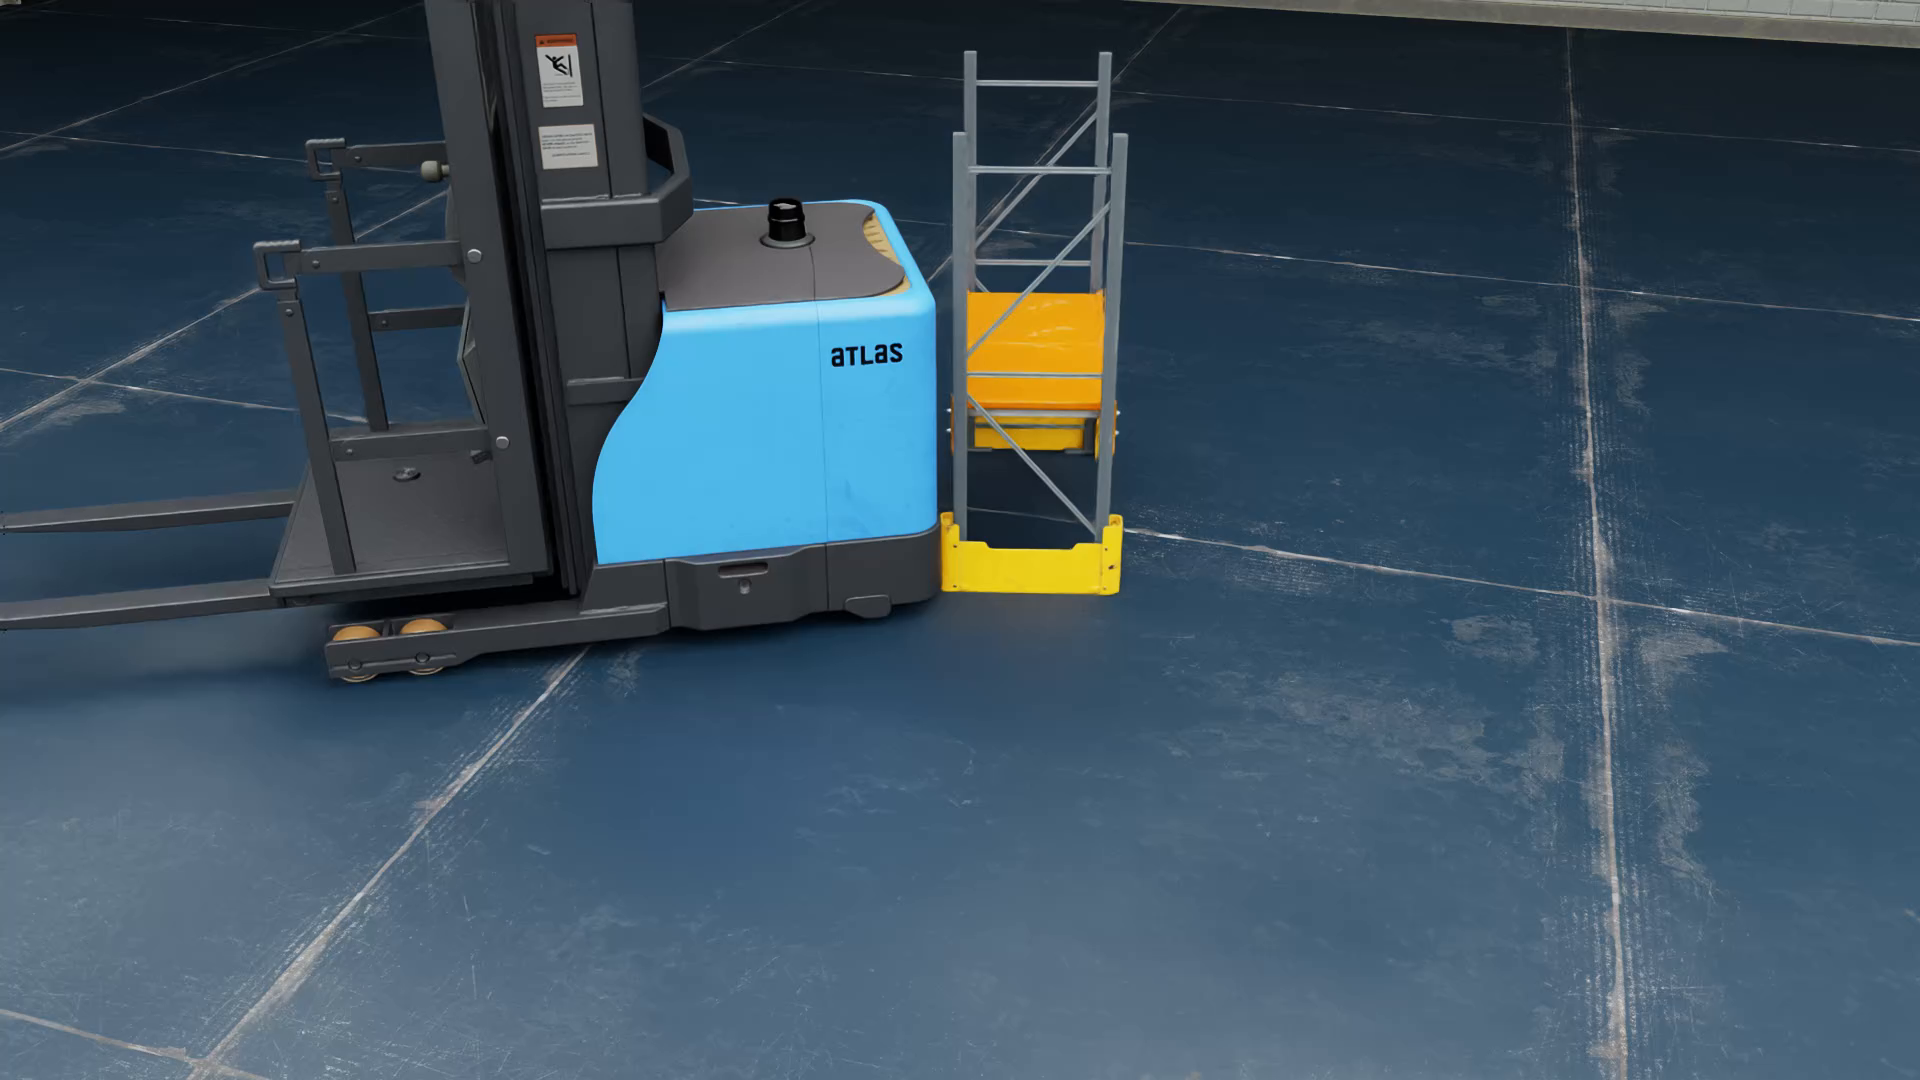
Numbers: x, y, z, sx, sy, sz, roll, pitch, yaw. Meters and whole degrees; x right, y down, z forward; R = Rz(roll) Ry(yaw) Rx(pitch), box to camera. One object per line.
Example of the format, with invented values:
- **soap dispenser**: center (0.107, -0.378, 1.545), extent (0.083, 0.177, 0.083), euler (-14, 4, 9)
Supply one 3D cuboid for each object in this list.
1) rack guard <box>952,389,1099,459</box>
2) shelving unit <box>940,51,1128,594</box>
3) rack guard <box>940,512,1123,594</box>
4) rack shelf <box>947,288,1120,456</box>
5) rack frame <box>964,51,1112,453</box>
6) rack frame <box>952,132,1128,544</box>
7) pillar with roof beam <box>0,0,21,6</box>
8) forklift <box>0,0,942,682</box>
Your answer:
- **rack guard**: center (0.263, -0.442, 6.287), extent (0.587, 0.250, 0.087), euler (1, 29, 2)
- **shelving unit**: center (0.246, -0.746, 5.548), extent (0.587, 1.500, 1.083), euler (1, 29, 2)
- **rack guard**: center (0.229, 0.042, 5.417), extent (0.587, 0.250, 0.087), euler (1, 29, 2)
- **rack shelf**: center (0.246, -0.593, 5.643), extent (0.538, 0.185, 1.000), euler (1, 29, 2)
- **rack frame**: center (0.264, -0.997, 6.000), extent (0.500, 1.500, 0.032), euler (1, 29, 2)
- **rack frame**: center (0.229, -0.503, 5.112), extent (0.500, 1.500, 0.032), euler (1, 29, 2)
- **pillar with roof beam**: center (-3.818, -7.673, 10.286), extent (9.100, 9.000, 0.400), euler (8, 30, 15)
- **forklift**: center (-1.628, -1.135, 4.776), extent (3.031, 2.935, 1.130), euler (-6, 30, -10)
